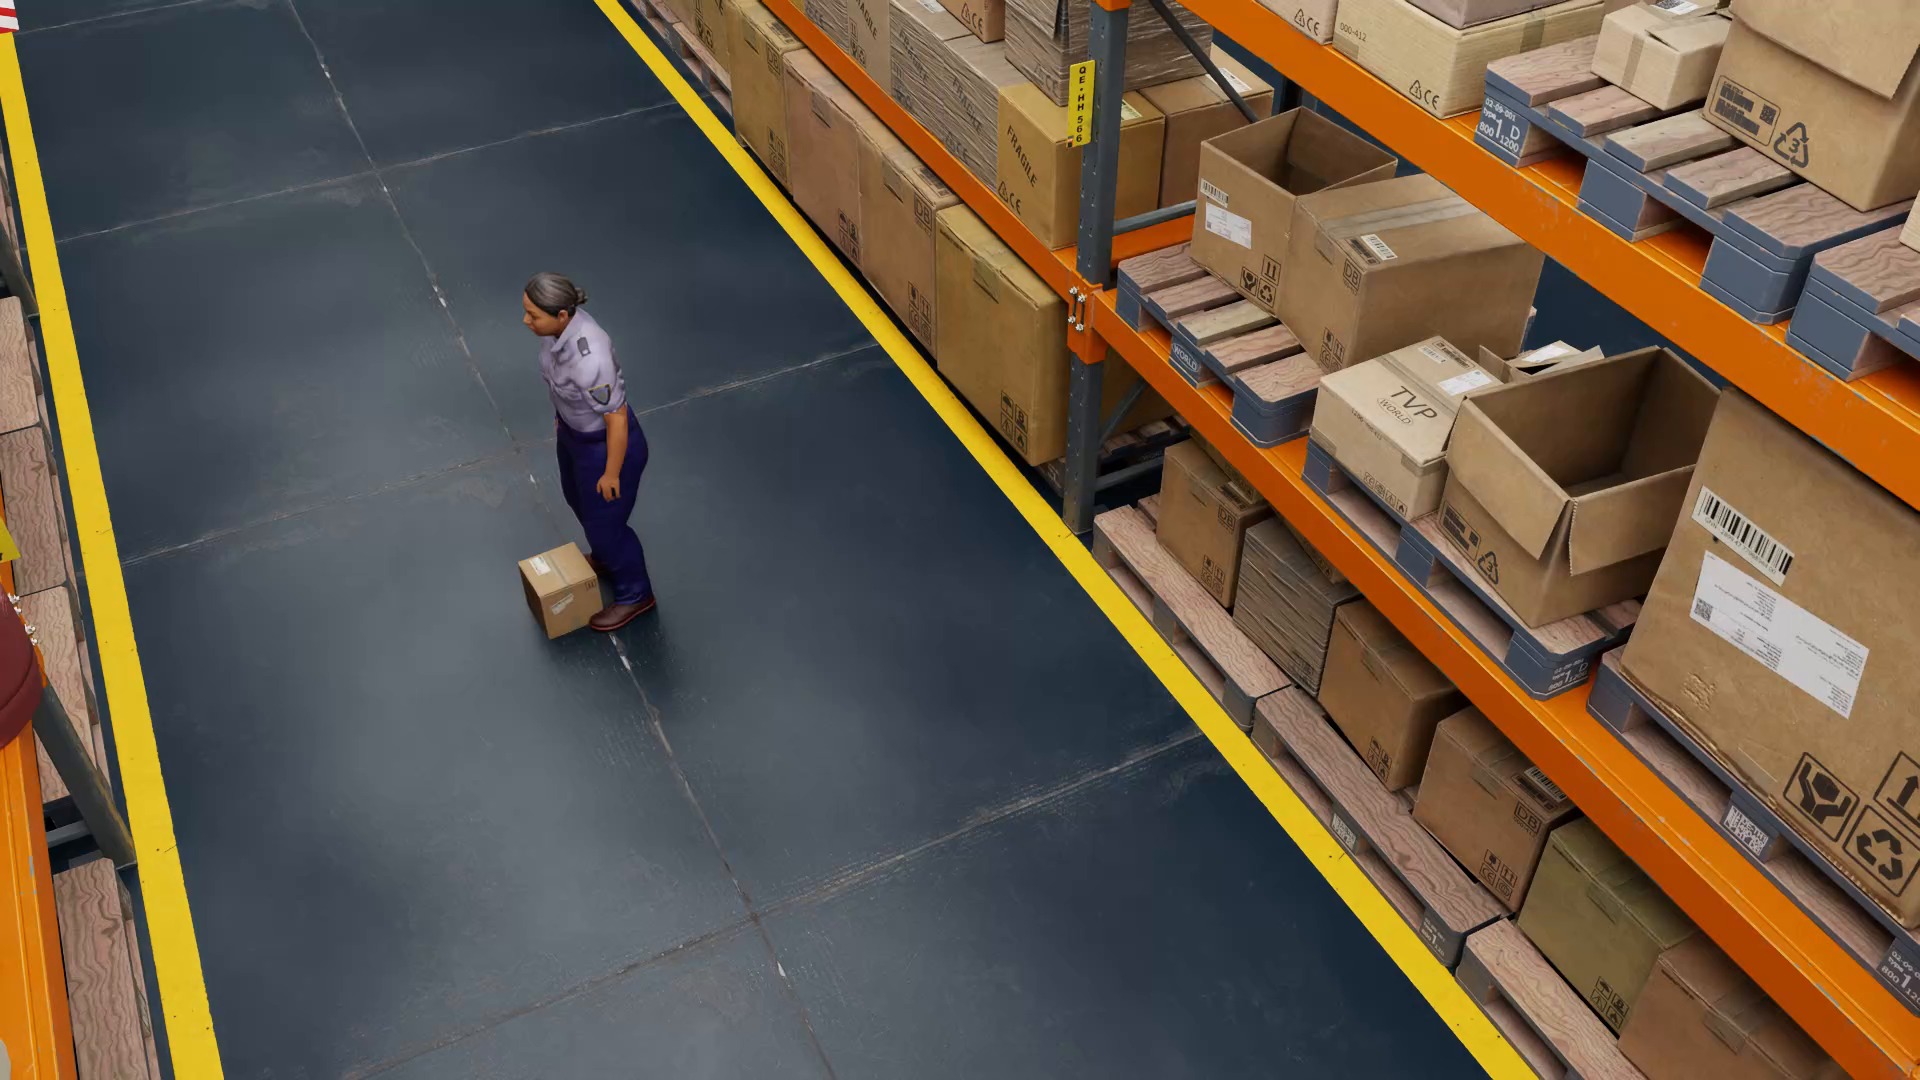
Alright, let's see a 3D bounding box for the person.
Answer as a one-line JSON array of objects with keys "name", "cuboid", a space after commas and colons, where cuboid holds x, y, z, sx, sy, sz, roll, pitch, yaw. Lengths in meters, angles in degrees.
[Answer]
[{"name": "person", "cuboid": [-1.463, -0.386, 6.602, 0.377, 1.651, 0.561, -22, 46, -23]}]
